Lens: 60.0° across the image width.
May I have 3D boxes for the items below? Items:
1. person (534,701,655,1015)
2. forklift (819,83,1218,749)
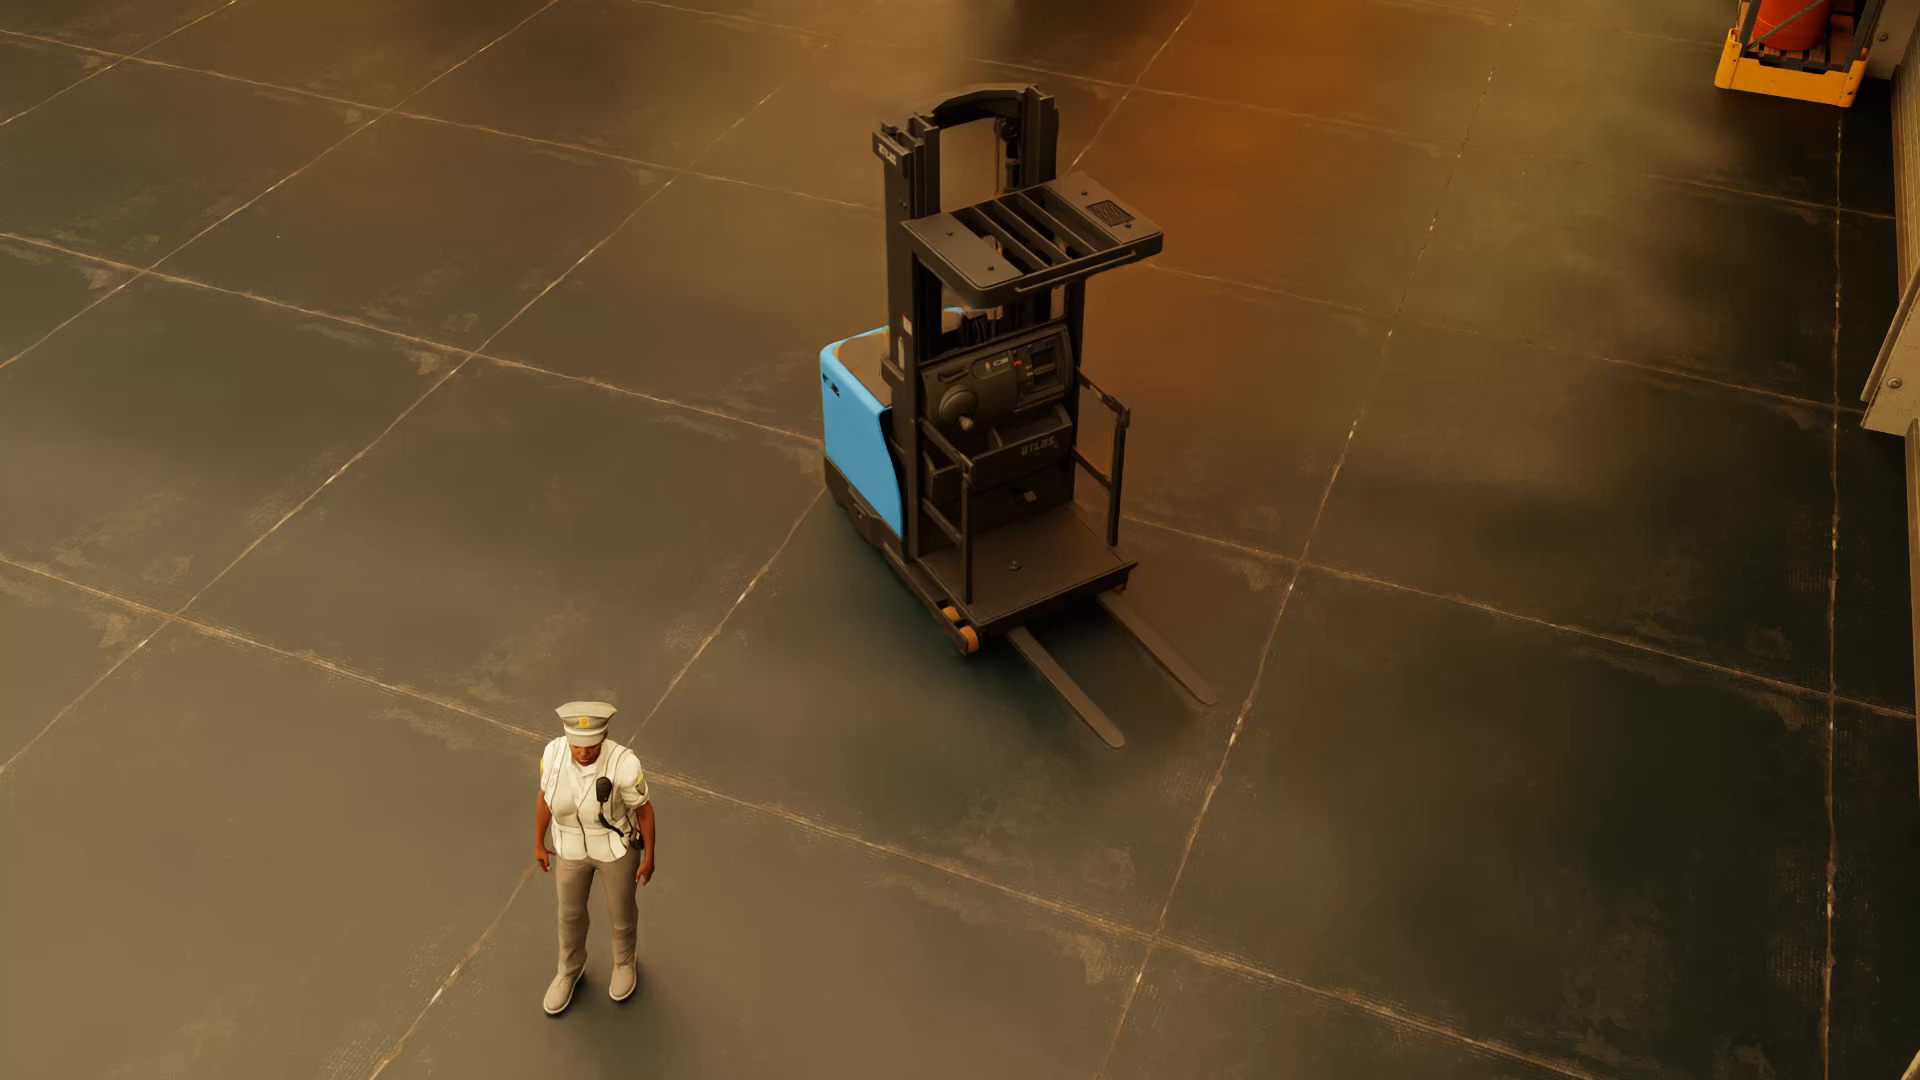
[{"bbox_3d":[-1.623,1.393,7.295,0.568,1.696,0.529,5,40,5],"label":"person"},{"bbox_3d":[0.324,-0.811,8.975,1.130,2.935,3.031,-21,44,-23],"label":"forklift"}]
